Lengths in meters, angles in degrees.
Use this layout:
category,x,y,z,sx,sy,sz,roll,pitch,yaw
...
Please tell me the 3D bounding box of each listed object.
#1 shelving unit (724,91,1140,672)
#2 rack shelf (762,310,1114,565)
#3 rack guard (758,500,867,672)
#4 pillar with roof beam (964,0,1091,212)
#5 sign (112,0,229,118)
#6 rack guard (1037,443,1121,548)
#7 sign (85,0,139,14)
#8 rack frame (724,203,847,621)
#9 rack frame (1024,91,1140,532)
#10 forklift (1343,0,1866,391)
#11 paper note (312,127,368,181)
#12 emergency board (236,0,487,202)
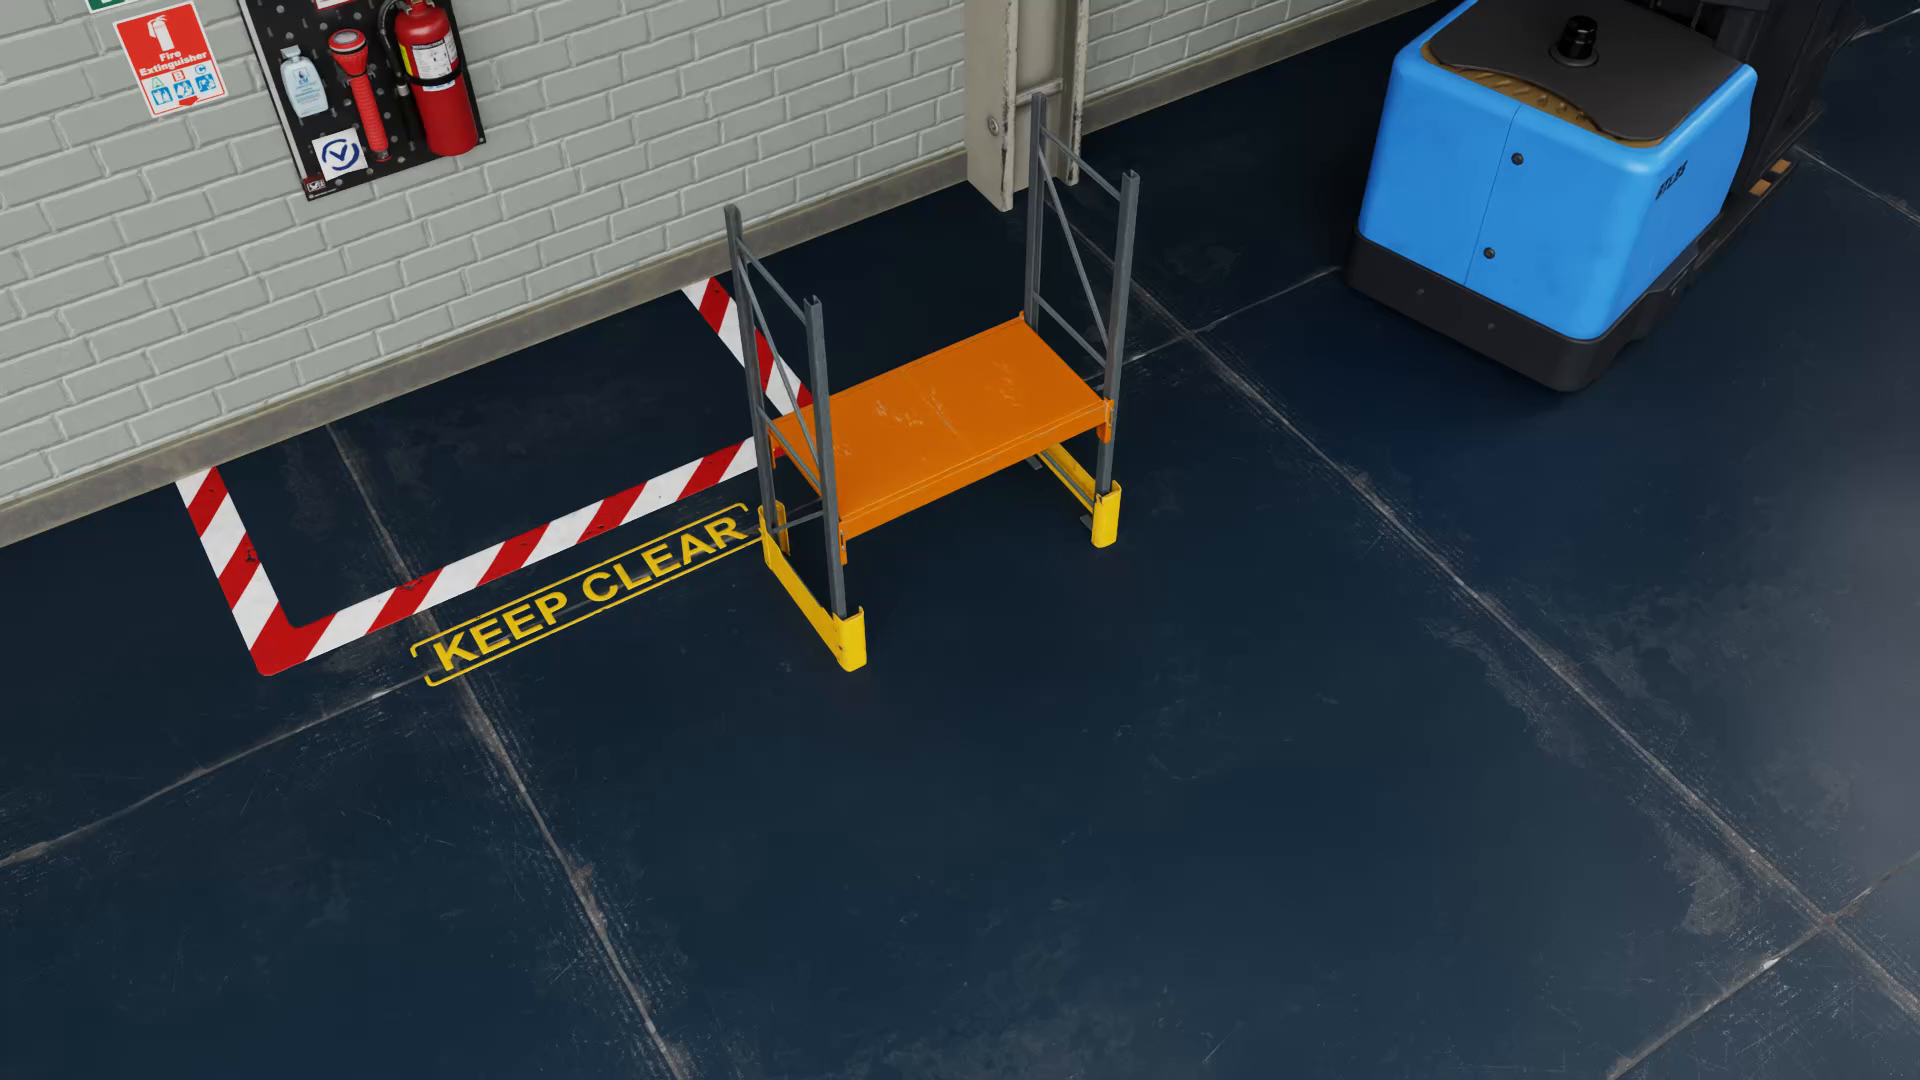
category,x,y,z,sx,sy,sz,roll,pitch,yaw
shelving unit,-0.064,-0.468,5.163,1.083,1.500,0.587,-25,53,-21
rack shelf,-0.072,-0.345,5.294,1.000,0.185,0.538,-25,53,-21
rack guard,-0.486,0.146,5.453,0.087,0.250,0.587,-25,53,-21
pillar with roof beam,2.560,-1.823,1.348,0.400,9.000,9.100,-25,53,-21
sign,-2.370,-1.443,5.003,0.234,0.329,0.001,-25,53,-21
rack guard,0.357,-0.251,5.806,0.087,0.250,0.587,-25,53,-21
sign,-2.362,-1.616,4.802,0.331,0.109,0.001,-25,53,-21
rack frame,-0.502,-0.262,4.979,0.032,1.500,0.500,-25,53,-21
rack frame,0.358,-0.667,5.340,0.032,1.500,0.500,-25,53,-21
forklift,2.872,-2.545,6.054,1.130,2.935,3.031,34,56,26
paper note,-2.034,-1.267,5.459,0.142,0.148,0.016,-25,53,-21
emergency board,-1.848,-1.587,5.154,0.643,1.169,0.194,-25,53,-21
